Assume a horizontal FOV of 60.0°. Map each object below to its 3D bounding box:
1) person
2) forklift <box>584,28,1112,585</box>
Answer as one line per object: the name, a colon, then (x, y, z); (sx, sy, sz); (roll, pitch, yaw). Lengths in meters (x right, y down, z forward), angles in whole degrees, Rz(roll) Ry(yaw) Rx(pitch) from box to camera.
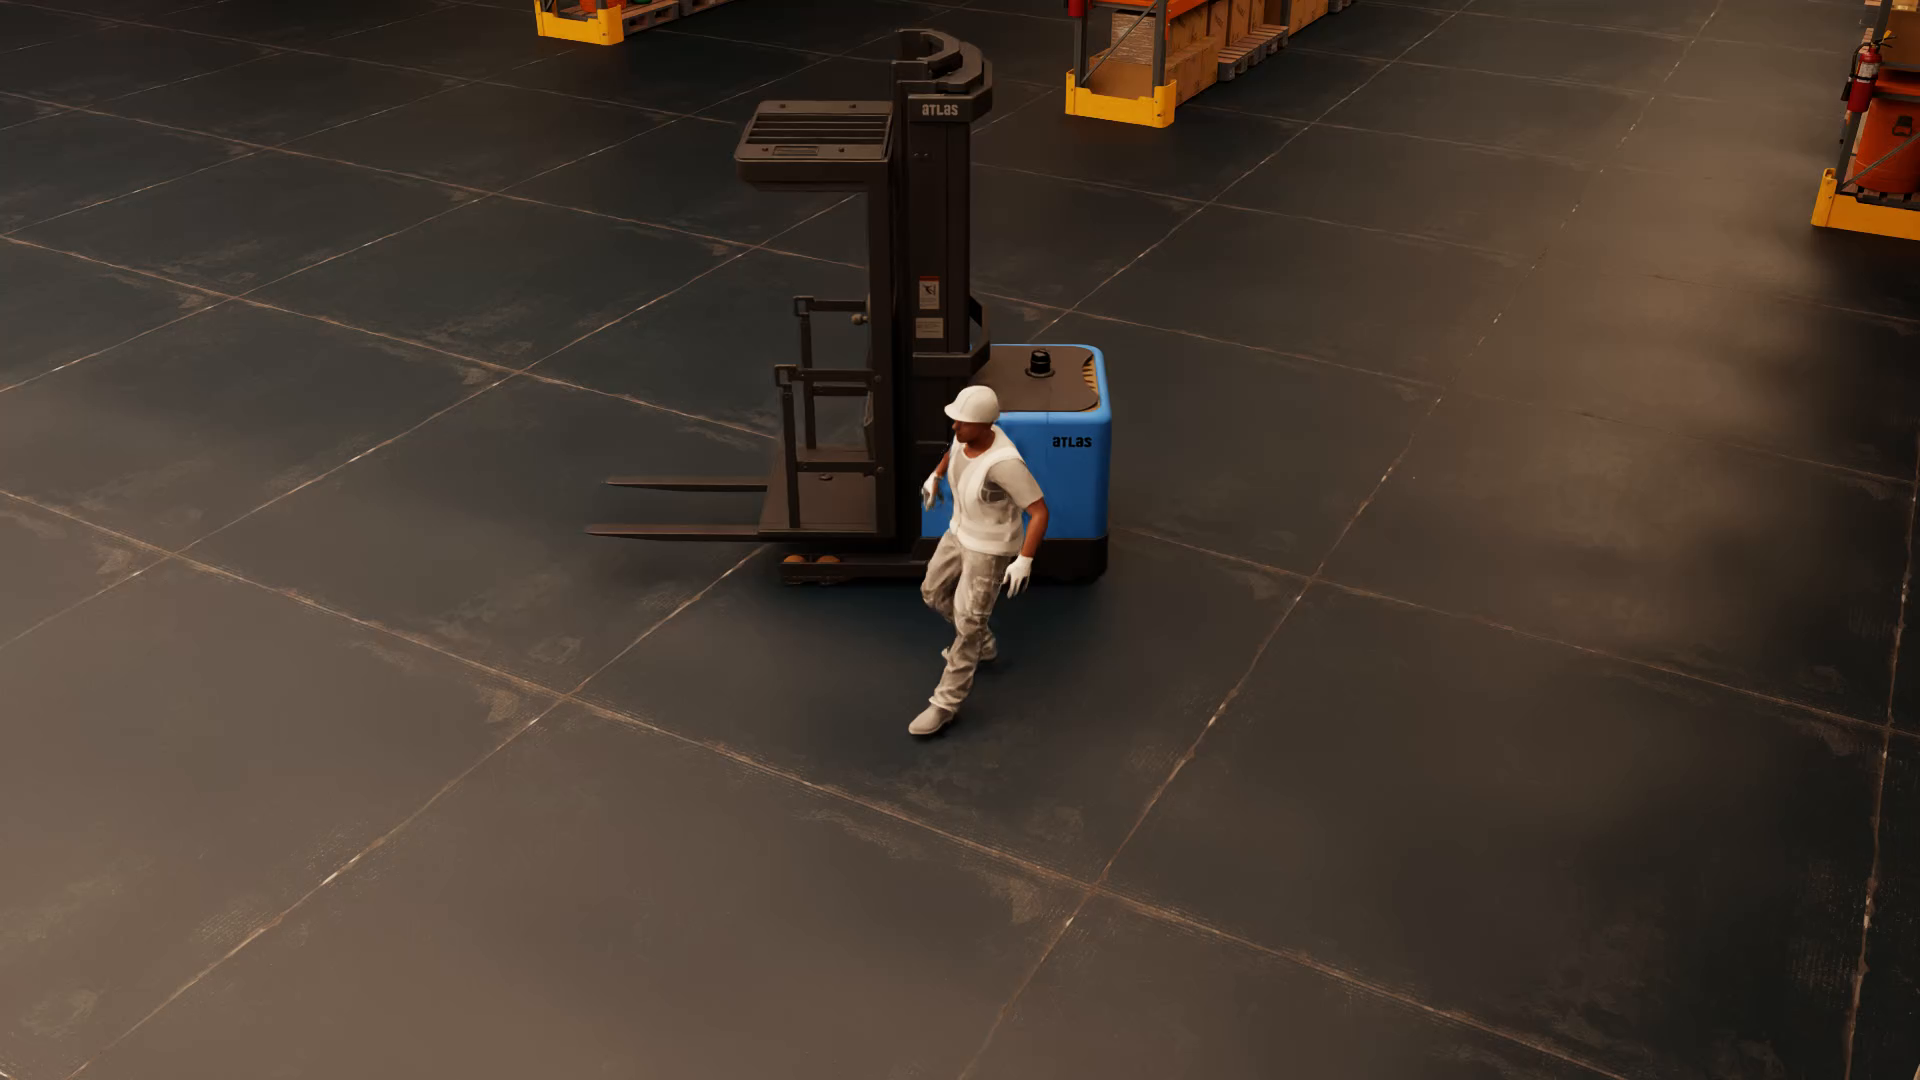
person: (-0.050, 0.028, 8.257); (0.733, 1.711, 0.993); (-12, 32, -20)
forklift: (-0.660, -1.275, 9.280); (3.031, 2.935, 1.130); (0, 30, 1)
